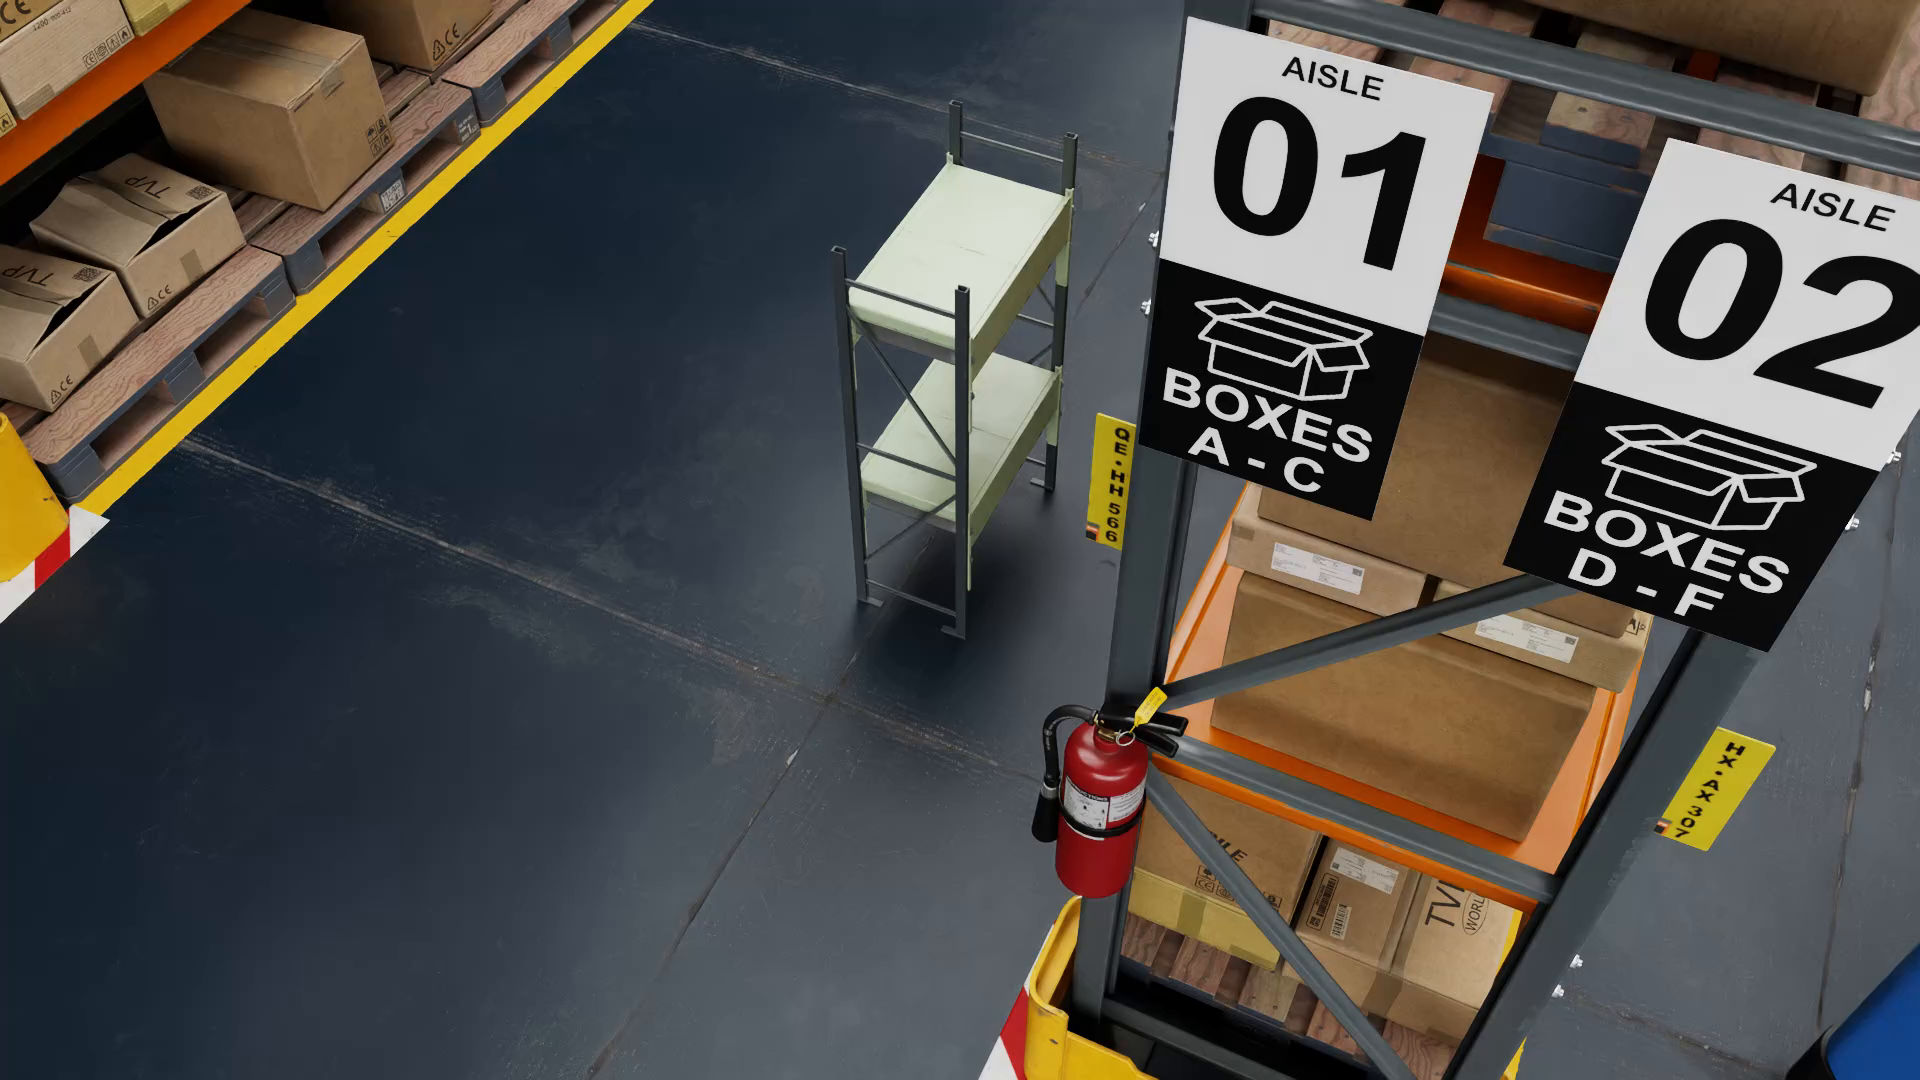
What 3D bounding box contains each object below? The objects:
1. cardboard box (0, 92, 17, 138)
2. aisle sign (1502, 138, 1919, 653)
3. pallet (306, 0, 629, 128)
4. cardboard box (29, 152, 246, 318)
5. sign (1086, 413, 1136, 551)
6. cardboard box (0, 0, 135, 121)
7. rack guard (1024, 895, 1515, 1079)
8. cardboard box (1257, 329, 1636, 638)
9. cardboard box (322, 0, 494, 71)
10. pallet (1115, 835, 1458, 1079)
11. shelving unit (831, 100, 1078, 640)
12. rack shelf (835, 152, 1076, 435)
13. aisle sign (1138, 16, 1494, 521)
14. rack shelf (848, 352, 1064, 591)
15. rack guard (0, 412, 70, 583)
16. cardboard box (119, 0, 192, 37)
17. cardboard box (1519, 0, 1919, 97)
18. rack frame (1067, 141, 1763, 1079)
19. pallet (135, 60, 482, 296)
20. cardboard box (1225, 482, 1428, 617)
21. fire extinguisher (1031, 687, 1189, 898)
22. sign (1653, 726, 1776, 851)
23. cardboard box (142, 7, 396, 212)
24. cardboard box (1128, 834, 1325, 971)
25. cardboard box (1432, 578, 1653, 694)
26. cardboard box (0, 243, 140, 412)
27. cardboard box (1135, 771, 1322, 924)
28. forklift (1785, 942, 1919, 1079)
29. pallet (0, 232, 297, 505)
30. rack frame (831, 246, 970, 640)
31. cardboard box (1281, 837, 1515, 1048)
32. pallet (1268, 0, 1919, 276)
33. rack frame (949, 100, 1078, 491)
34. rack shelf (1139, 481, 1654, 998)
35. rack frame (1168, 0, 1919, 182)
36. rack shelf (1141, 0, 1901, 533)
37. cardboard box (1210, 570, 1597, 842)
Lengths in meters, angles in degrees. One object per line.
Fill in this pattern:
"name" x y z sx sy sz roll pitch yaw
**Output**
"cardboard box" -3.222 -1.256 4.935 0.500 0.250 0.500 18 52 15
"aisle sign" 1.012 -0.154 2.205 0.394 0.787 0.004 20 52 16
"pallet" -2.263 -2.442 7.690 1.003 0.211 1.213 20 52 16
"cardboard box" -3.097 -1.177 6.258 0.500 0.311 0.500 24 54 19
"sign" 0.279 -0.095 2.945 0.100 0.325 0.005 20 52 16
"cardboard box" -3.013 -1.618 5.243 0.500 0.250 0.500 18 52 15
"rack guard" 0.753 1.370 4.256 1.175 0.500 0.348 20 52 16
"cardboard box" 0.997 -0.263 3.087 0.700 0.500 0.500 20 52 16
"cardboard box" -2.415 -2.425 7.196 0.500 0.500 0.500 16 52 13
"pallet" 1.052 0.907 4.840 1.003 0.211 1.213 20 52 16
"shelving unit" -0.003 -0.481 5.175 0.431 1.500 0.755 20 52 16
"rack shelf" -0.003 -0.734 4.878 0.431 0.370 0.720 20 52 16
"aisle sign" 0.470 -0.349 2.371 0.394 0.787 0.004 20 52 16
"rack shelf" -0.003 -0.270 5.423 0.431 0.370 0.720 20 52 16
"rack guard" -3.685 -0.308 5.684 1.175 0.500 0.348 20 52 16
"cardboard box" -2.790 -1.967 5.540 0.500 0.250 0.500 19 52 16
"cardboard box" 1.013 -1.038 2.259 0.797 0.503 0.637 23 53 18
"rack frame" 0.763 0.544 3.318 1.000 3.000 0.127 20 52 16
"pallet" -2.783 -1.599 6.972 1.003 0.211 1.213 20 52 16
"cardboard box" 0.754 -0.024 3.309 0.380 0.149 0.250 19 52 15
"fire extinguisher" 0.293 0.499 3.407 0.296 0.674 0.183 20 52 16
"sign" 1.263 0.422 2.801 0.100 0.325 0.005 20 52 16
"cardboard box" -2.738 -1.727 6.602 0.700 0.500 0.500 17 52 14
"cardboard box" 0.725 0.833 4.601 0.500 0.250 0.500 20 52 16
"cardboard box" 1.126 0.101 3.203 0.380 0.149 0.250 19 52 16
"cardboard box" -3.340 -0.784 5.924 0.500 0.311 0.500 14 51 12
"cardboard box" 0.723 0.589 4.316 0.500 0.500 0.500 20 52 16
"forklift" 3.746 0.737 3.198 3.031 2.935 1.130 -6 50 -5
"pallet" -3.306 -0.762 6.260 1.003 0.211 1.213 20 52 16
"rack frame" -0.159 -0.229 4.960 0.400 1.500 0.023 20 52 16
"cardboard box" 1.194 1.002 4.458 0.500 0.250 0.500 20 52 16
"pallet" 1.089 -0.878 2.616 1.003 0.211 1.213 20 52 16
"rack frame" 0.154 -0.733 5.389 0.400 1.500 0.023 20 52 16
"rack shelf" 1.618 -0.600 4.764 1.077 0.370 4.000 20 52 16
"rack frame" 0.763 -1.401 1.033 1.000 3.000 0.127 20 52 16
"rack shelf" 1.618 -1.573 3.621 1.077 0.370 4.000 20 52 16
"cardboard box" 0.974 0.194 3.550 0.700 0.500 0.500 20 52 16
